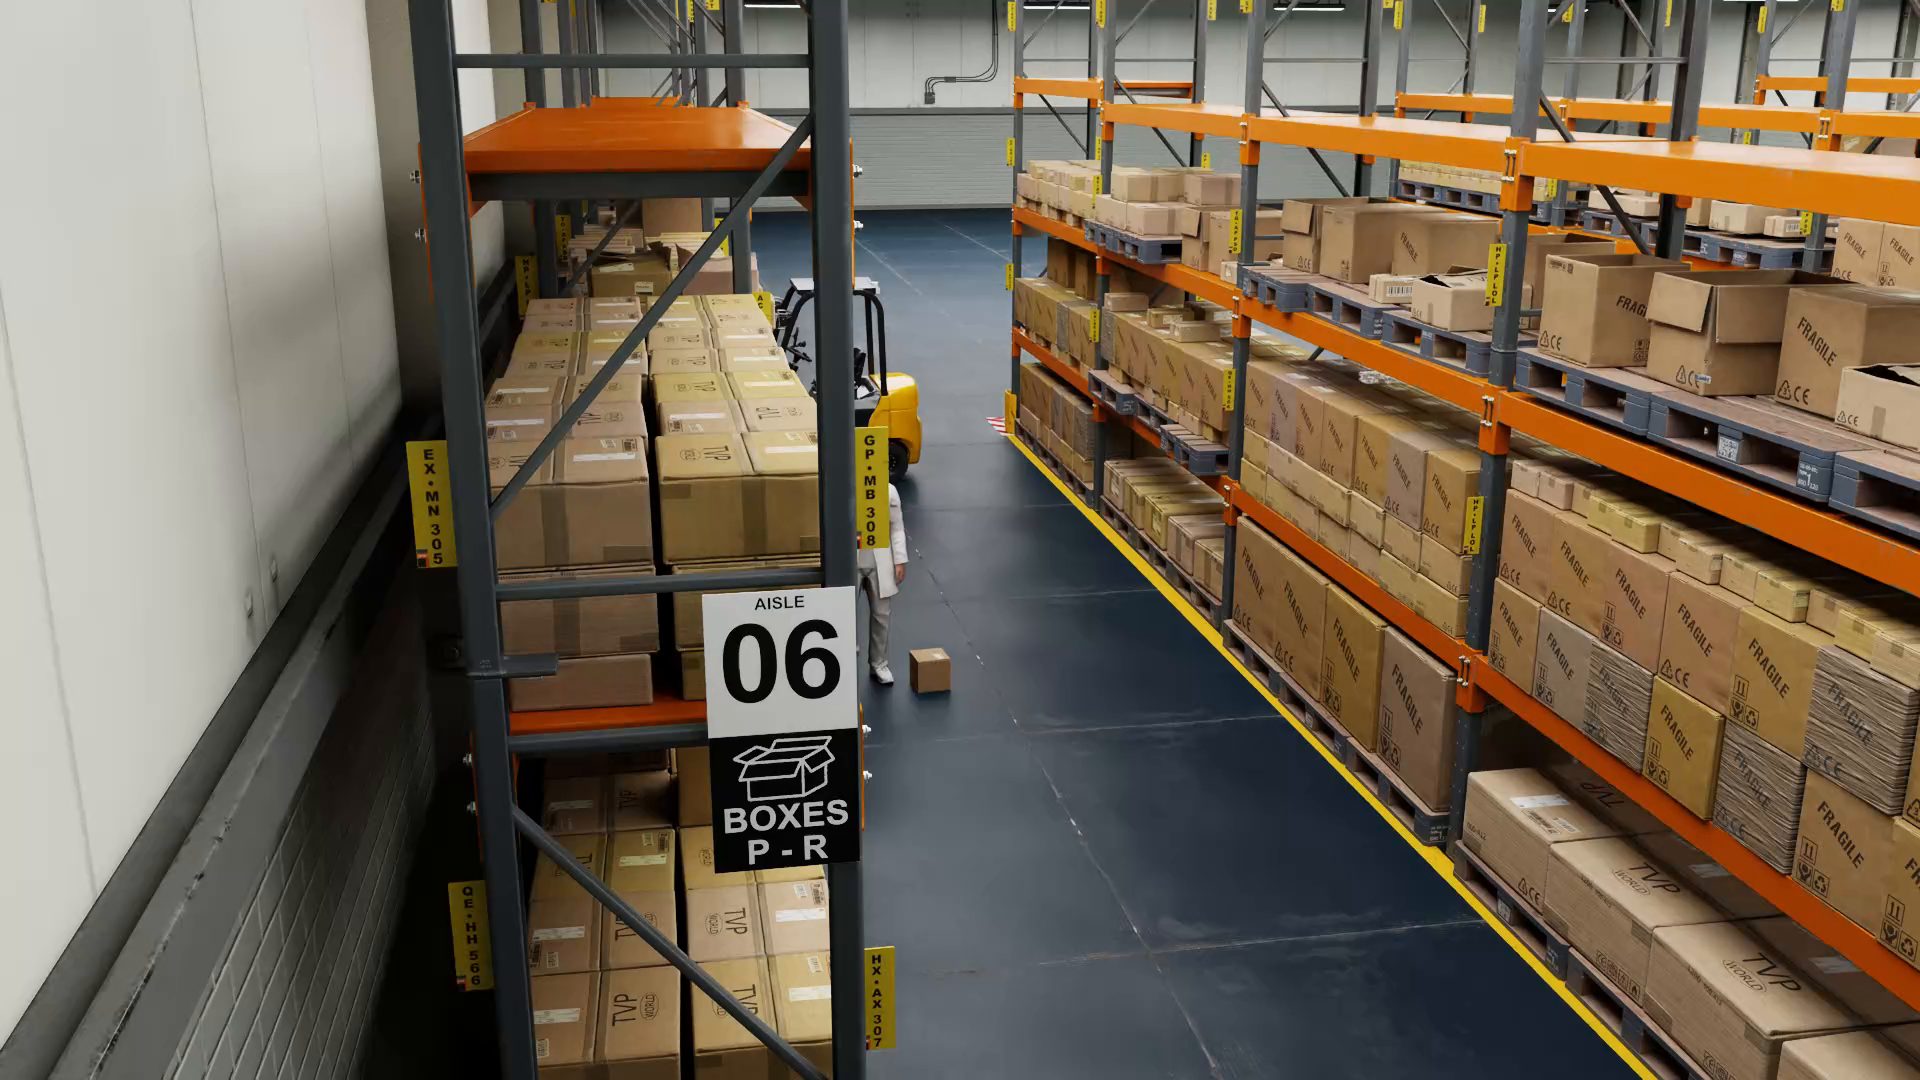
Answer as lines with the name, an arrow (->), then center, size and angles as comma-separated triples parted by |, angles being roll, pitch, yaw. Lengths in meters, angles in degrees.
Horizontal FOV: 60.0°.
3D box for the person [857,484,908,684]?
person -> -0.711, 0.196, 12.382 | 0.655, 1.774, 0.415 | -3, 16, -11
